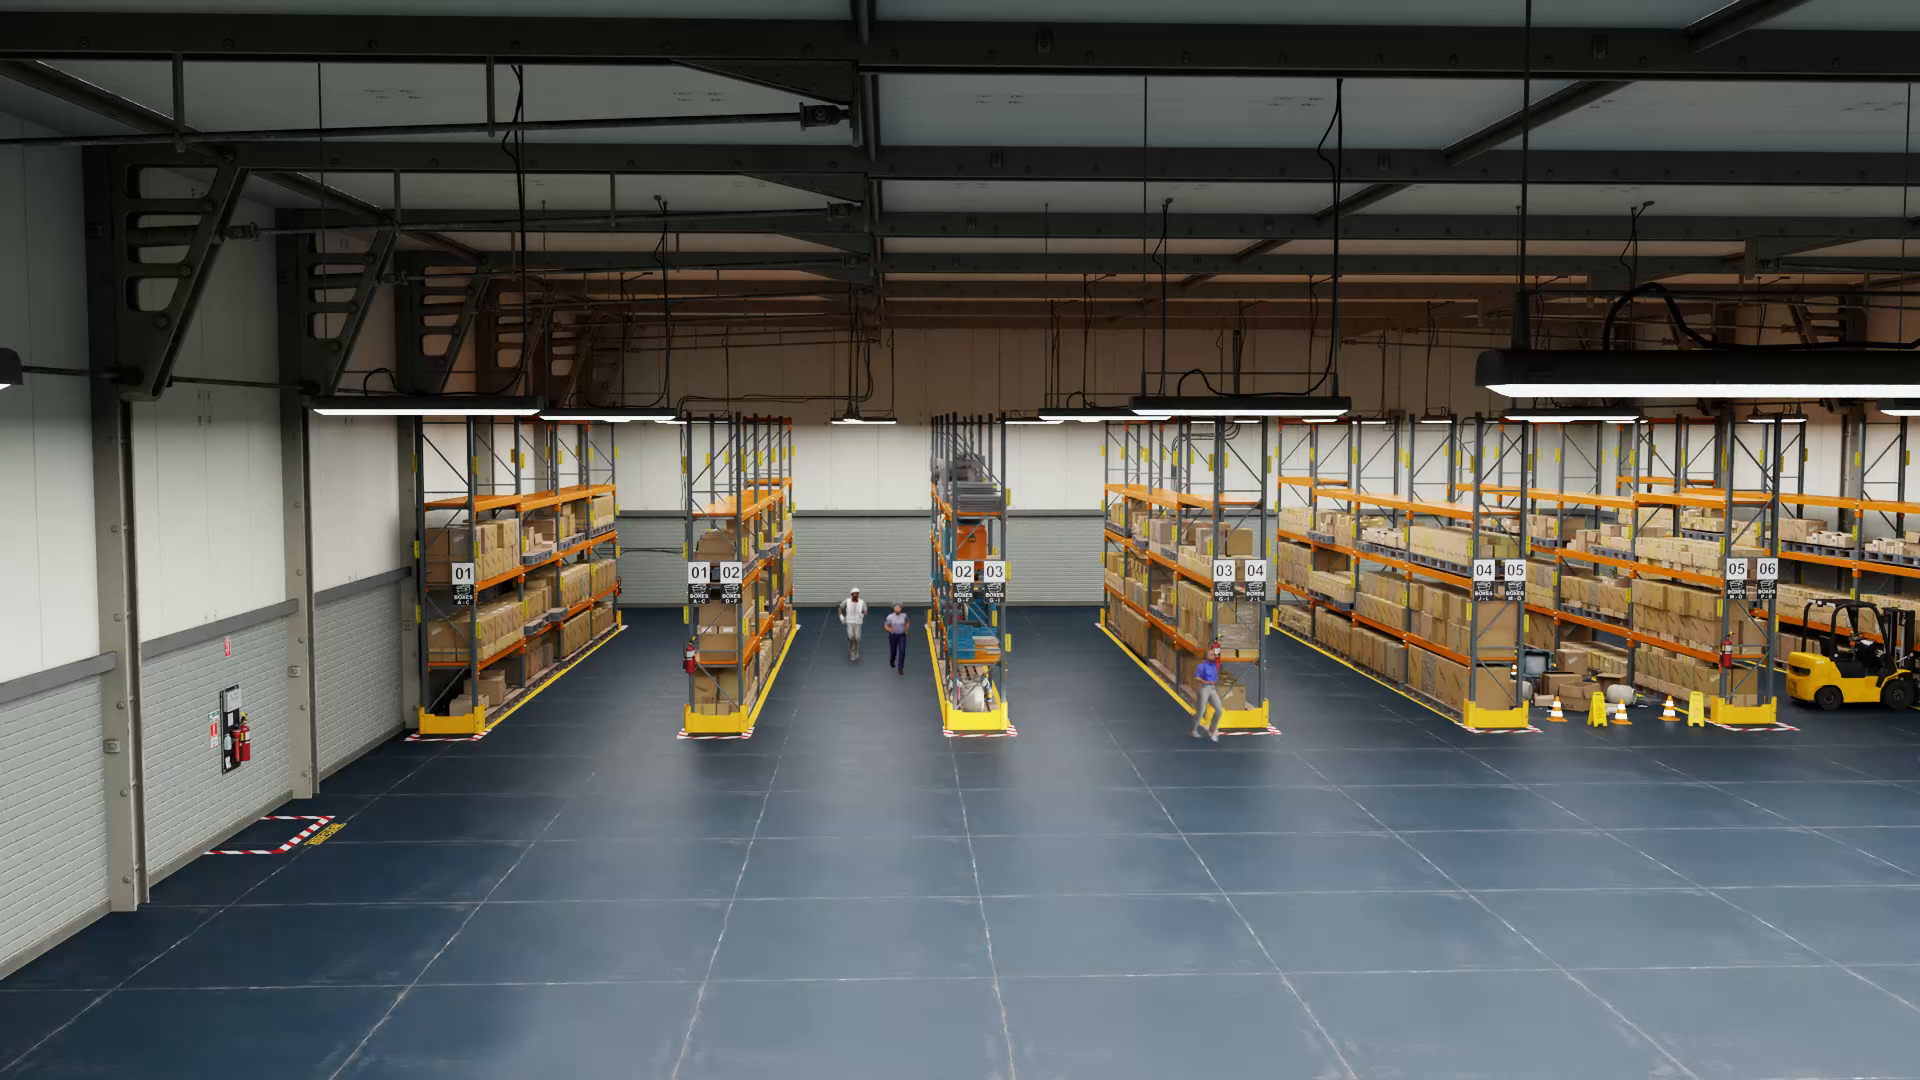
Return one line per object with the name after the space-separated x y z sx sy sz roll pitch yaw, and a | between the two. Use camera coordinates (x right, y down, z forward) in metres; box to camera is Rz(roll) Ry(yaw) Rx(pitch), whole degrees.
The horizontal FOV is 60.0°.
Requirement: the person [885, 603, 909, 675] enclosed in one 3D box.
-1.460 2.283 38.702 0.592 1.625 0.886 -1 4 -8 | person

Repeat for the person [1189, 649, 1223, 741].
4.529 2.850 30.461 0.565 1.695 0.614 -2 5 -32 | person

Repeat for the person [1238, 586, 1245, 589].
7.895 1.776 45.651 0.650 1.680 0.596 0 4 -4 | person

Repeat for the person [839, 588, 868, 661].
-2.603 2.080 40.828 0.692 1.792 0.733 -1 4 -13 | person
